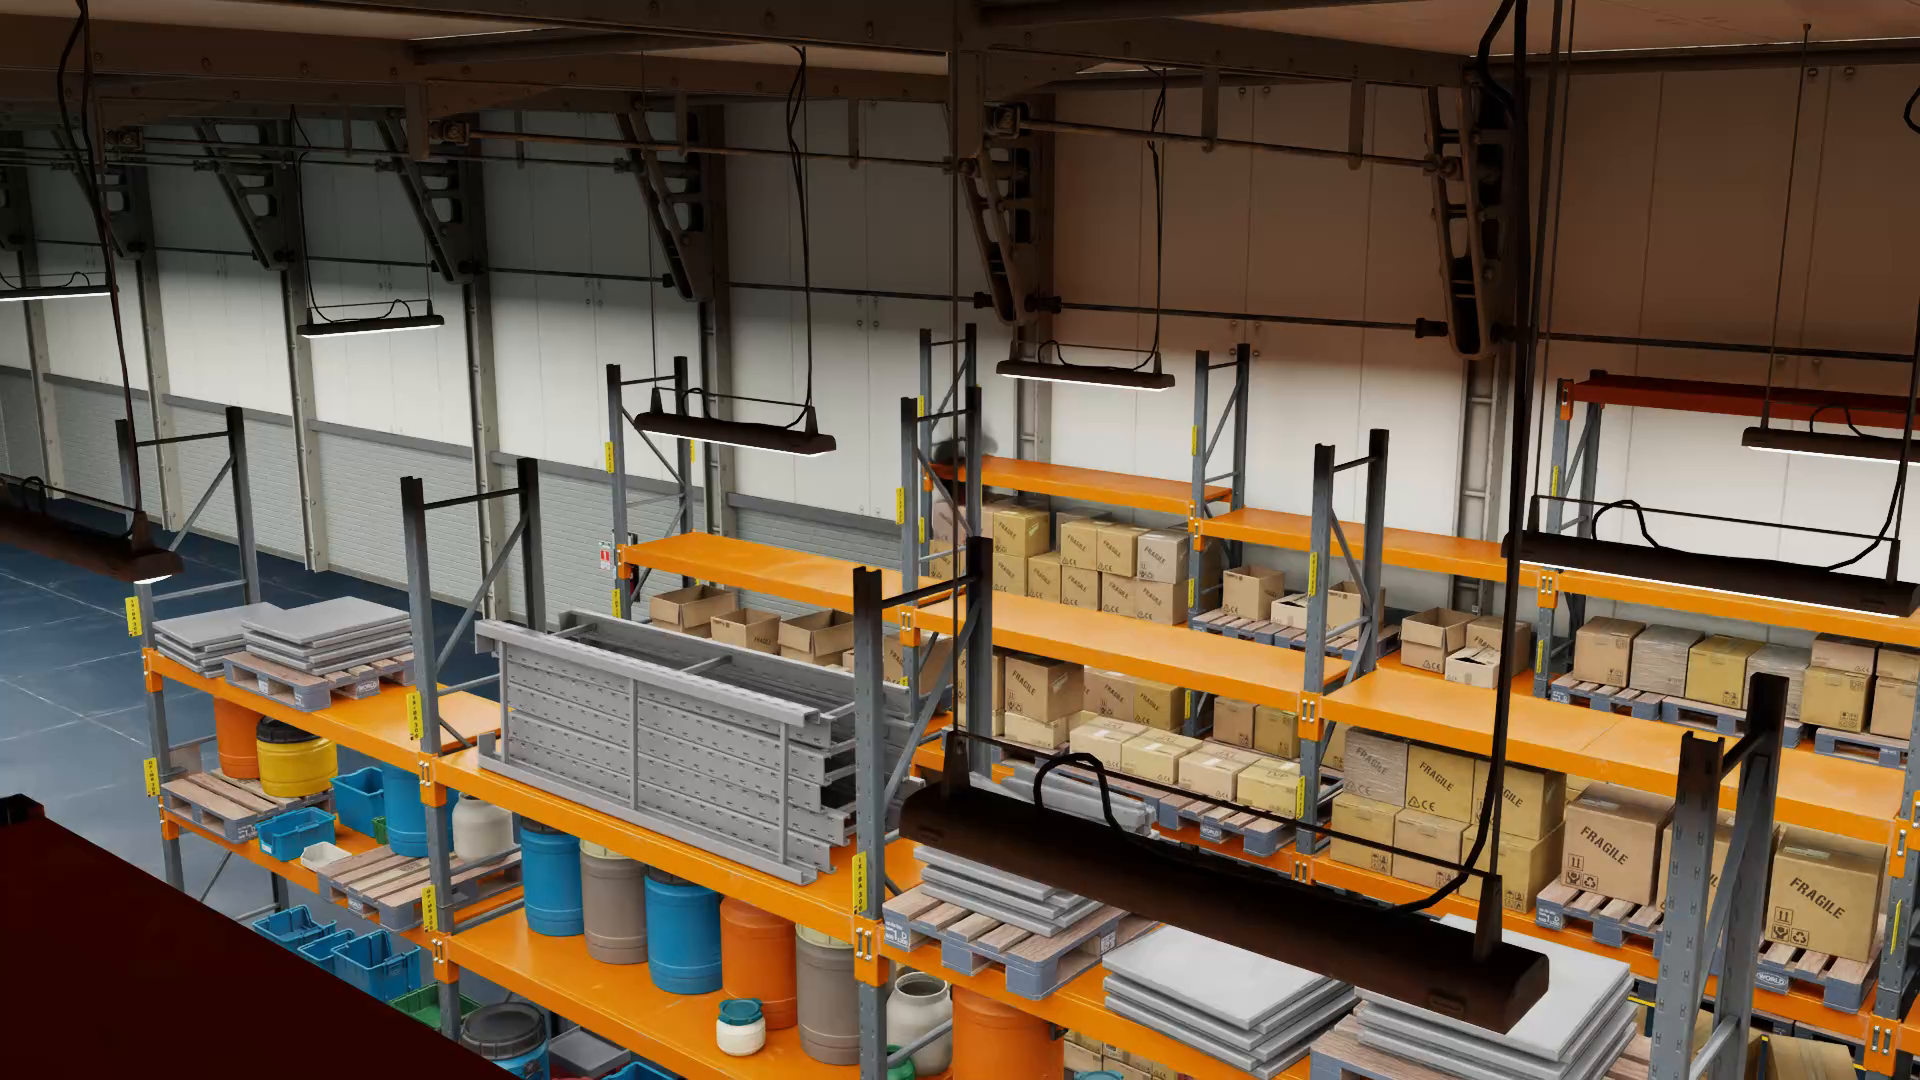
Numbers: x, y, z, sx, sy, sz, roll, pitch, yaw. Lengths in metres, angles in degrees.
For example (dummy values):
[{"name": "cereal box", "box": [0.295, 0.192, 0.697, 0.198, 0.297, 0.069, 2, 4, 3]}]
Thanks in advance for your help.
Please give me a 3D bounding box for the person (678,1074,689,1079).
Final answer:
[{"name": "person", "box": [-2.095, 4.200, 13.762, 0.913, 1.645, 0.602, 7, 15, 30]}]
